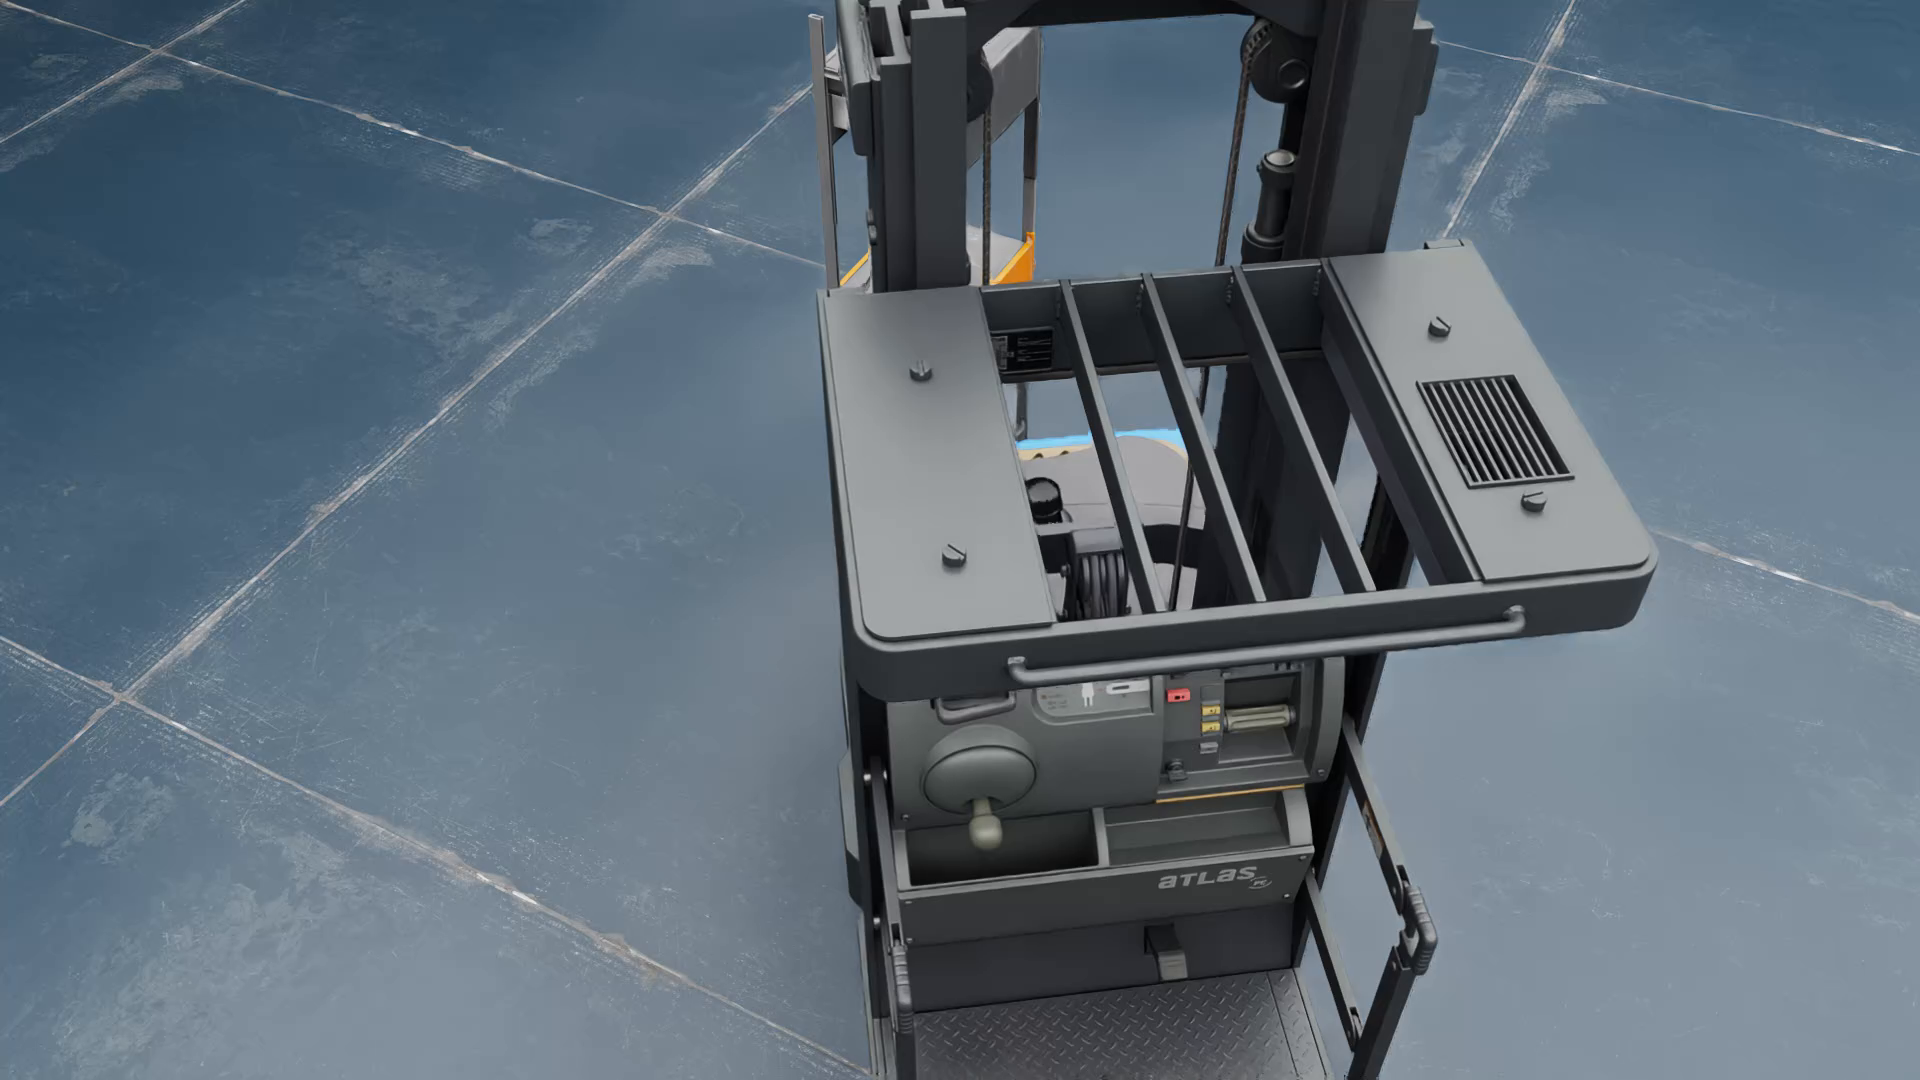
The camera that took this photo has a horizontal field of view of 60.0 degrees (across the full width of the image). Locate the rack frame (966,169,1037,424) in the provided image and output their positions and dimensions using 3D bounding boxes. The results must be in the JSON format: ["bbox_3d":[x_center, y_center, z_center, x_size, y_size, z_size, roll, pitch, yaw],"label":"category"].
[{"bbox_3d":[0.036,-0.788,5.052,0.400,2.100,0.015,20,49,19],"label":"rack frame"}]

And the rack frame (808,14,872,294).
[{"bbox_3d":[-0.190,-0.480,4.748,0.400,2.100,0.015,20,49,19],"label":"rack frame"}]

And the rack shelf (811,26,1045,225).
[{"bbox_3d":[-0.077,-1.116,4.412,0.431,0.518,0.480,20,49,19],"label":"rack shelf"}]

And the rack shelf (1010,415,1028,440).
[{"bbox_3d":[-0.077,-0.132,5.408,0.431,0.518,0.480,20,49,19],"label":"rack shelf"}]

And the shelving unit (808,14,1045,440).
[{"bbox_3d":[-0.077,-0.634,4.900,0.431,2.100,0.503,20,49,19],"label":"shelving unit"}]

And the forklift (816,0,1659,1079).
[{"bbox_3d":[0.347,0.489,3.206,1.130,2.935,3.031,-5,46,-5],"label":"forklift"}]

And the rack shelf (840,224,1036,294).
[{"bbox_3d":[-0.077,-0.624,4.910,0.431,0.518,0.480,20,49,19],"label":"rack shelf"}]
